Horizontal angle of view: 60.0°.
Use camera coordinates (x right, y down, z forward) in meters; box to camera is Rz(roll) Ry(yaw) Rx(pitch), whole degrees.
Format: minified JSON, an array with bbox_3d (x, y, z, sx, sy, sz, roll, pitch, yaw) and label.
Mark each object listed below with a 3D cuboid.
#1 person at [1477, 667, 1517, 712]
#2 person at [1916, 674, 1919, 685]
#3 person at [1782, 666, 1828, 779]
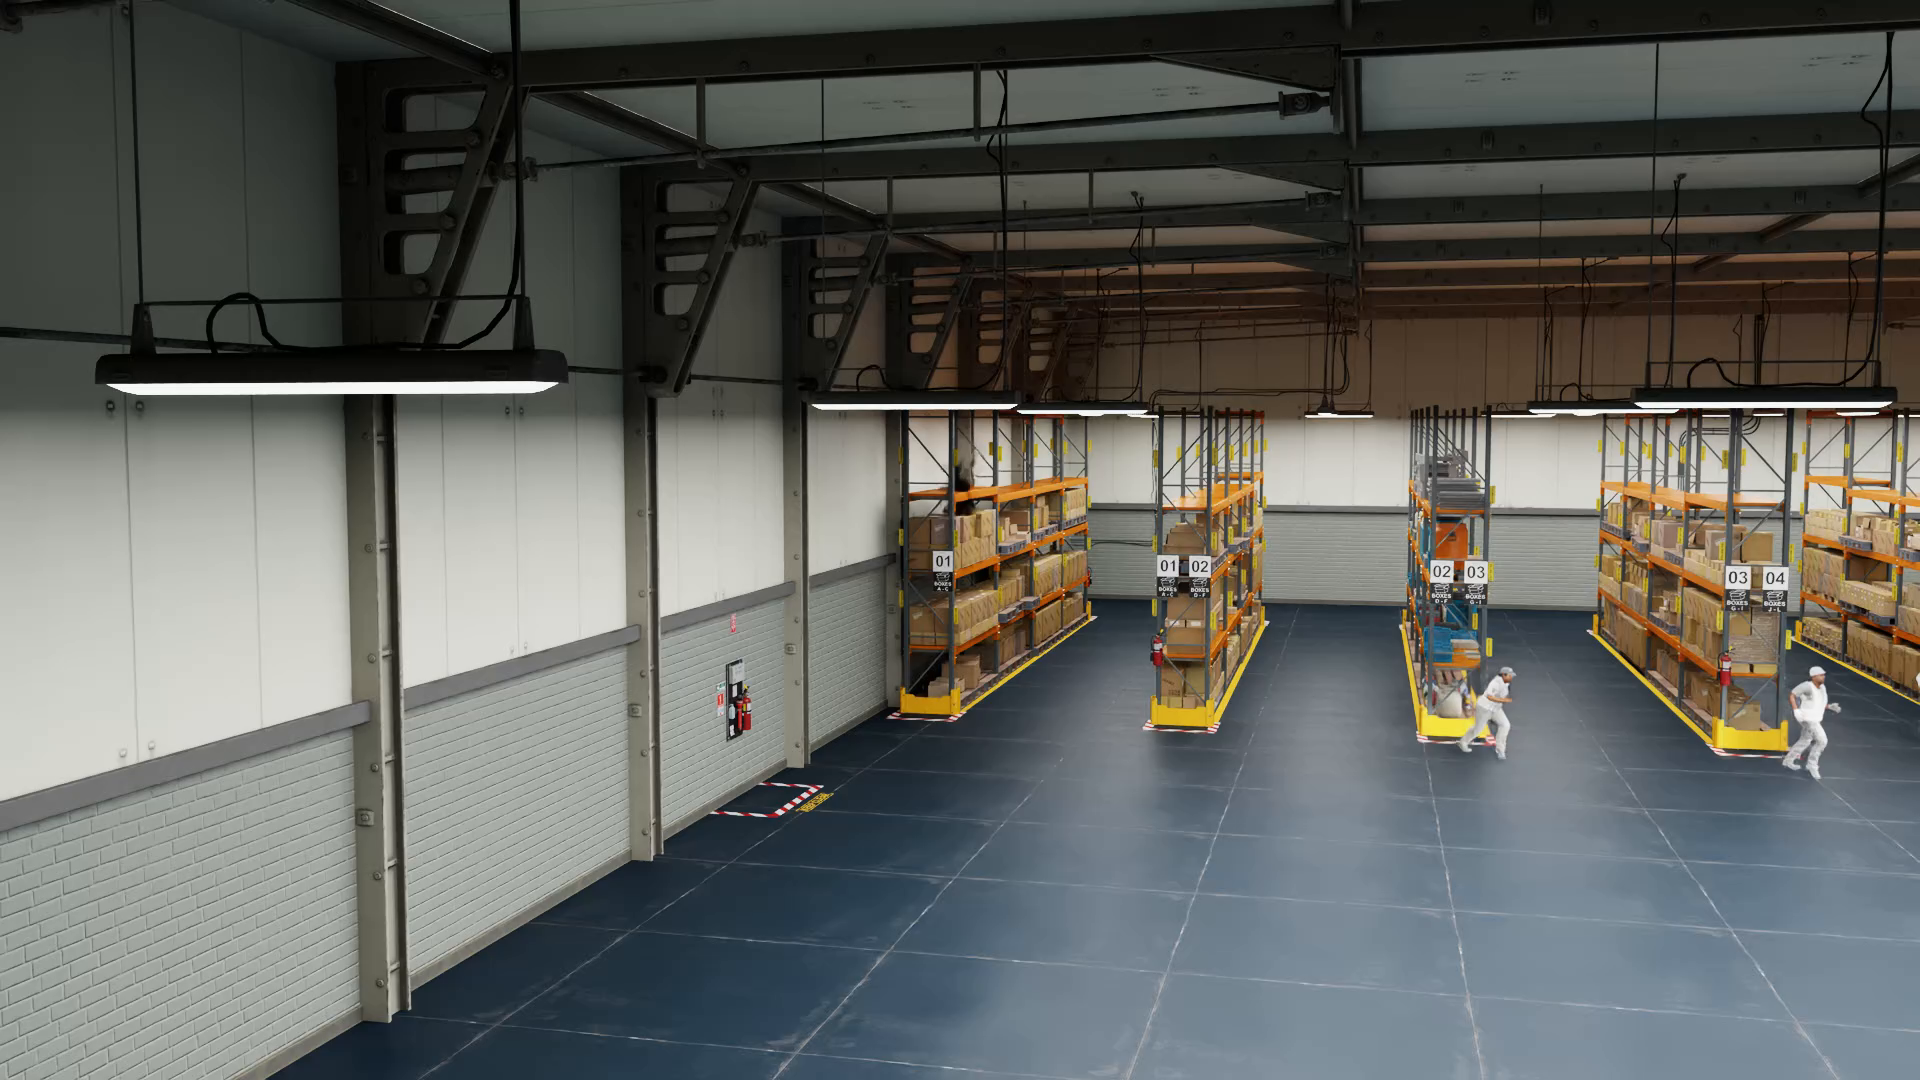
[{"bbox_3d":[9.119,2.519,28.187,0.666,0.786,0.645,4,6,43],"label":"person"},{"bbox_3d":[17.269,2.491,29.234,0.582,0.609,0.618,0,4,-2],"label":"person"},{"bbox_3d":[13.677,2.926,26.912,0.475,1.818,0.675,-4,6,-42],"label":"person"}]
